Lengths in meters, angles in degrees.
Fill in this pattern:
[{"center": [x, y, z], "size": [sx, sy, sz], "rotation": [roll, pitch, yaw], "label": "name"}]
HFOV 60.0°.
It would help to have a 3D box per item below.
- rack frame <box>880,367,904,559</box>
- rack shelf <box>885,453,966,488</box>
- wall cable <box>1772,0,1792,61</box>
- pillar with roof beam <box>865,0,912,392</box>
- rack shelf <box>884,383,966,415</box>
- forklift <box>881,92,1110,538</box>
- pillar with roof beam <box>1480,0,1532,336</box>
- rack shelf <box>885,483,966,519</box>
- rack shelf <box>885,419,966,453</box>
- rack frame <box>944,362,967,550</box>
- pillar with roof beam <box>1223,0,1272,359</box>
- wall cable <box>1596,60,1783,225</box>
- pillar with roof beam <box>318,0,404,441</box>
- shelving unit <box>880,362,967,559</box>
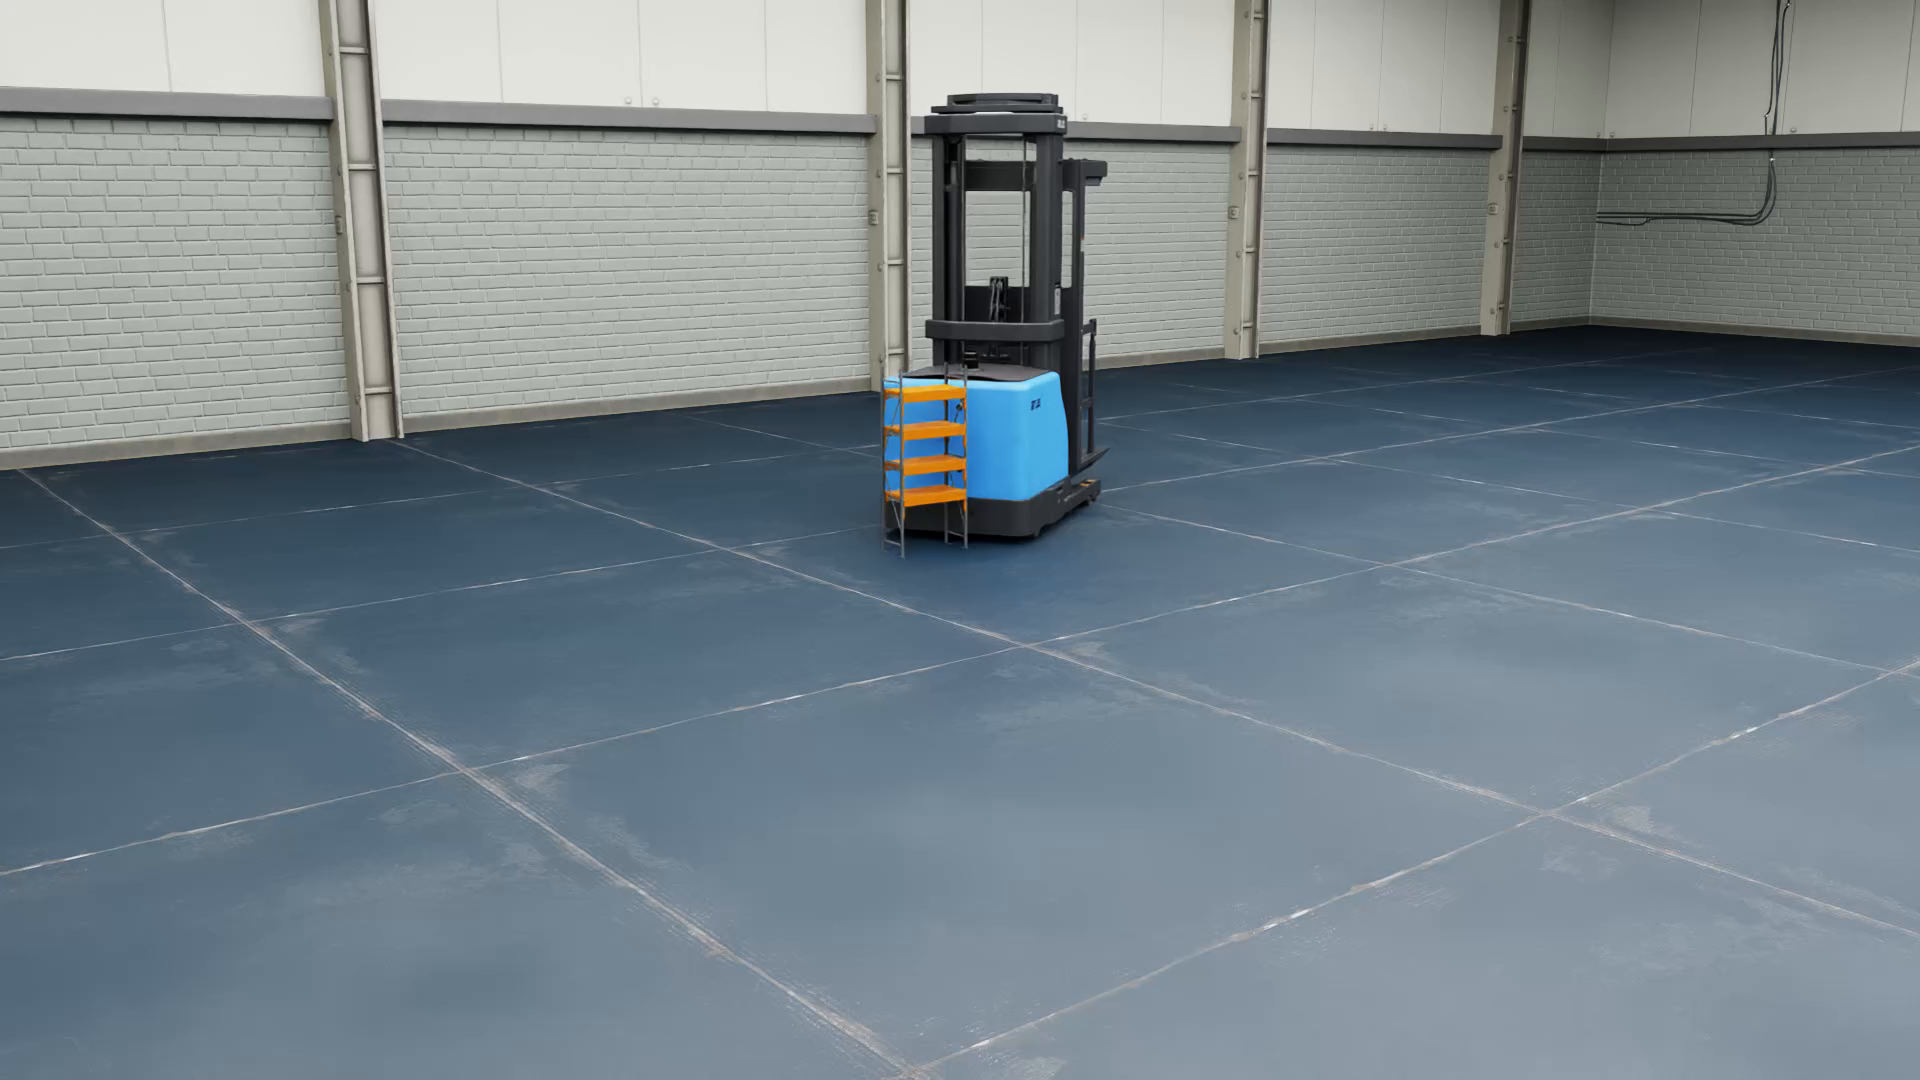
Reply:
[{"center": [-0.429, -0.487, 10.534], "size": [0.015, 1.200, 0.240], "rotation": [-8, 14, -34], "label": "rack frame"}, {"center": [-0.228, -0.450, 10.684], "size": [0.480, 0.148, 0.258], "rotation": [-8, 14, -34], "label": "rack shelf"}, {"center": [13.386, -8.383, 24.260], "size": [0.112, 2.526, 3.097], "rotation": [-9, 15, -38], "label": "wall cable"}, {"center": [1.888, -5.447, 15.117], "size": [0.400, 9.000, 9.100], "rotation": [-9, 15, -38], "label": "pillar with roof beam"}, {"center": [-0.228, -0.900, 10.589], "size": [0.480, 0.148, 0.258], "rotation": [-8, 14, -34], "label": "rack shelf"}, {"center": [0.427, -1.712, 12.134], "size": [1.130, 2.935, 3.031], "rotation": [4, 13, 18], "label": "forklift"}, {"center": [11.259, -7.004, 22.450], "size": [0.400, 9.000, 9.100], "rotation": [-9, 15, -38], "label": "pillar with roof beam"}, {"center": [-0.228, -0.256, 10.725], "size": [0.480, 0.148, 0.258], "rotation": [-8, 14, -34], "label": "rack shelf"}, {"center": [-0.228, -0.669, 10.638], "size": [0.480, 0.148, 0.258], "rotation": [-8, 14, -34], "label": "rack shelf"}, {"center": [-0.027, -0.545, 10.806], "size": [0.015, 1.200, 0.240], "rotation": [-8, 14, -34], "label": "rack frame"}, {"center": [6.574, -6.226, 18.783], "size": [0.400, 9.000, 9.100], "rotation": [-9, 15, -38], "label": "pillar with roof beam"}, {"center": [11.696, -6.351, 26.851], "size": [0.112, 2.526, 3.097], "rotation": [-9, 15, -38], "label": "wall cable"}, {"center": [-2.797, -4.669, 11.450], "size": [0.400, 9.000, 9.100], "rotation": [-9, 15, -38], "label": "pillar with roof beam"}, {"center": [-0.228, -0.516, 10.670], "size": [0.503, 1.200, 0.258], "rotation": [-8, 14, -34], "label": "shelving unit"}]
